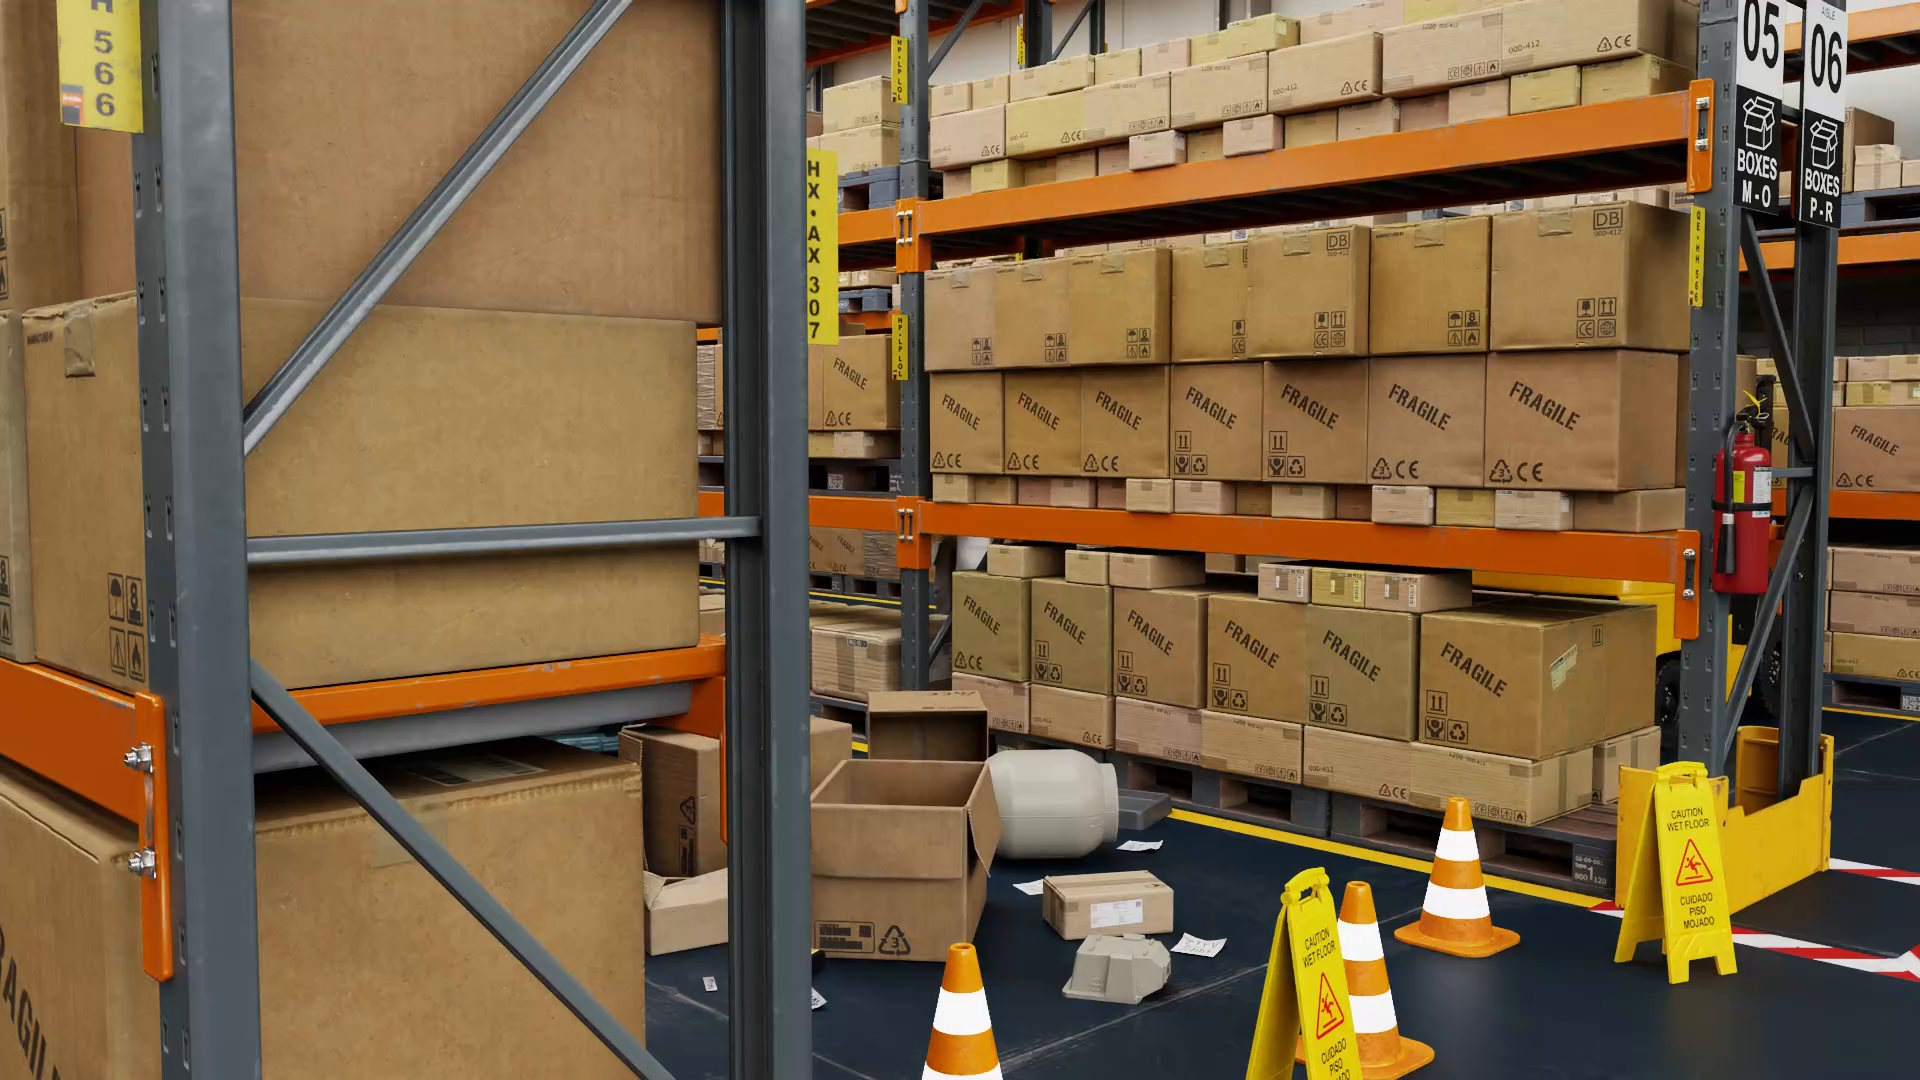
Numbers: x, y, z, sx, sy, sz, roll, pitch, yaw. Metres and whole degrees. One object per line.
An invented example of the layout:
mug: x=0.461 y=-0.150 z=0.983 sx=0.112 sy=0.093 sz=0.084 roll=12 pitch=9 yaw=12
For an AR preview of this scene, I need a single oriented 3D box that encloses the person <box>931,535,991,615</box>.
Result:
person: x=-0.048 y=-0.007 z=11.790 sx=0.535 sy=1.780 sz=0.548 roll=-4 pitch=5 yaw=-44
